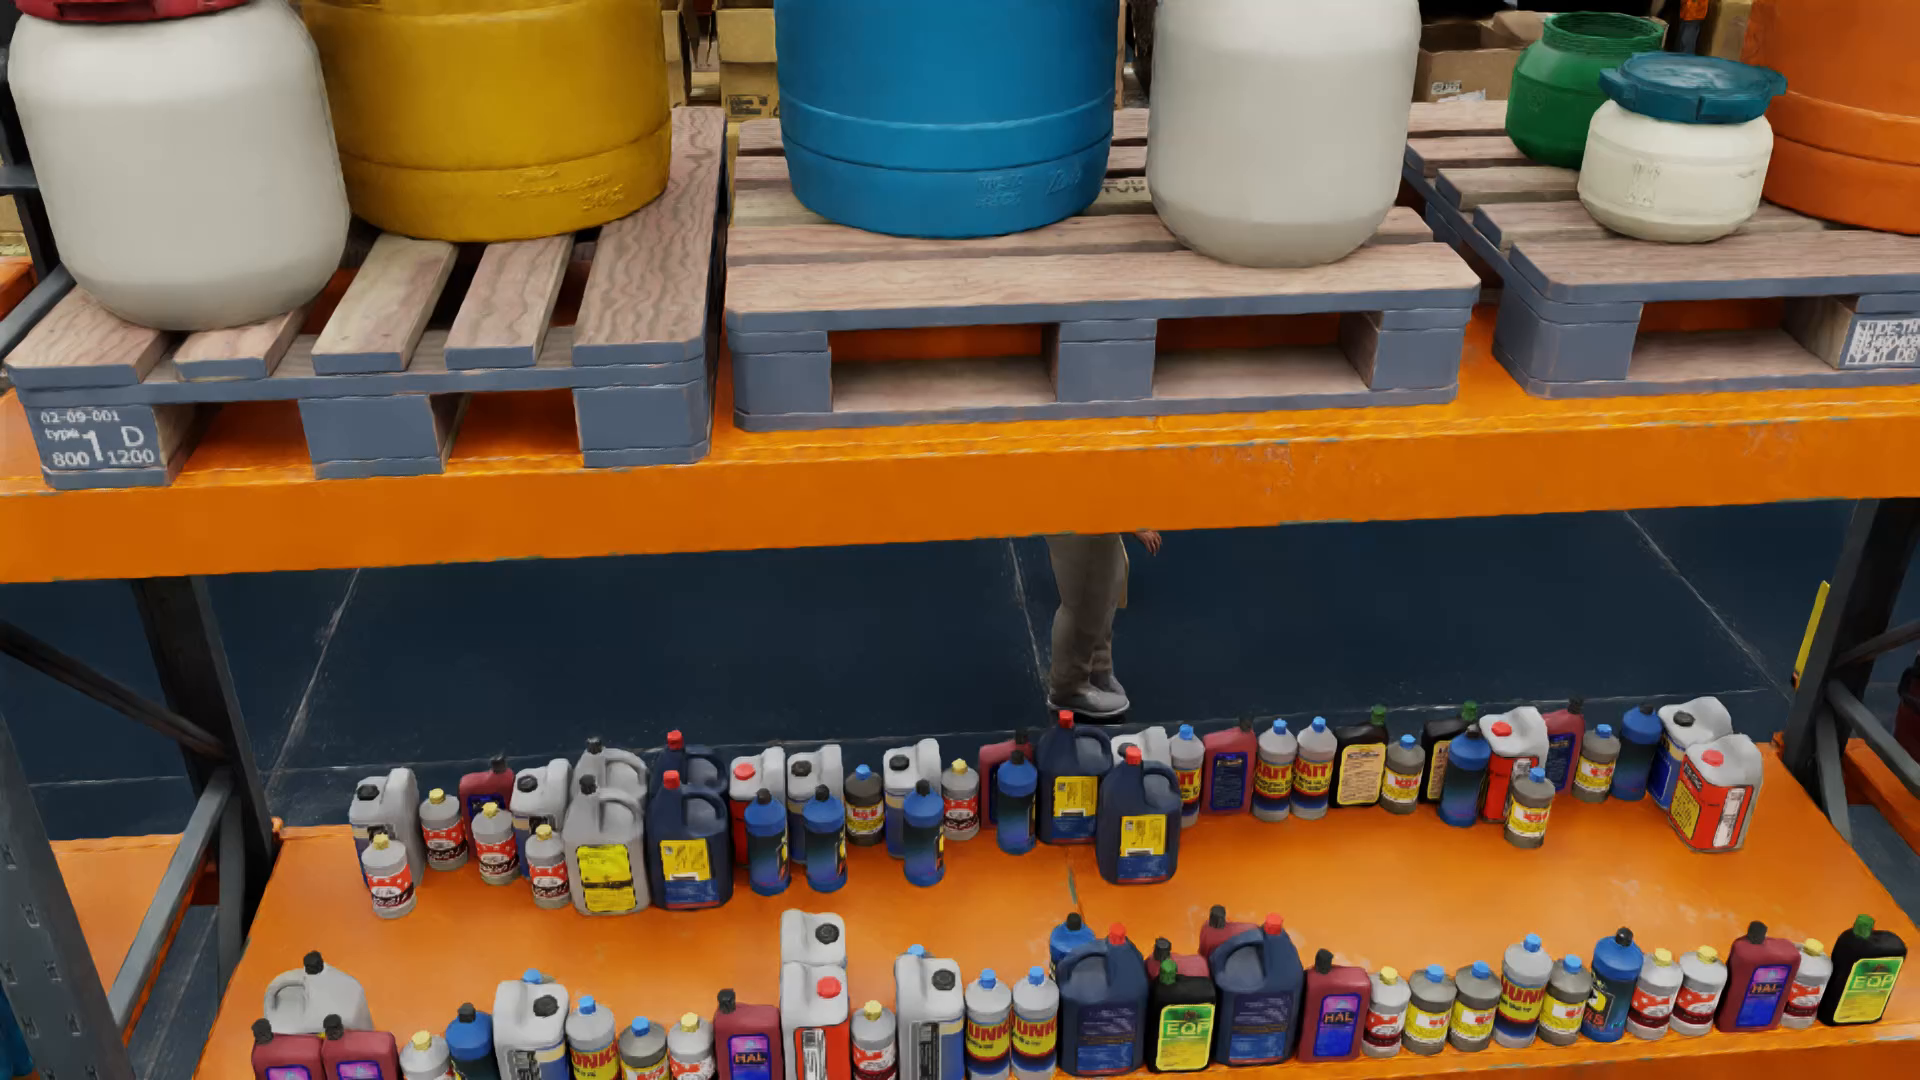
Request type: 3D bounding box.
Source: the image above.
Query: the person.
[{"bbox_3d":[0.523,-0.074,6.331,0.441,1.840,0.559,-3,31,-5],"label":"person"}]
